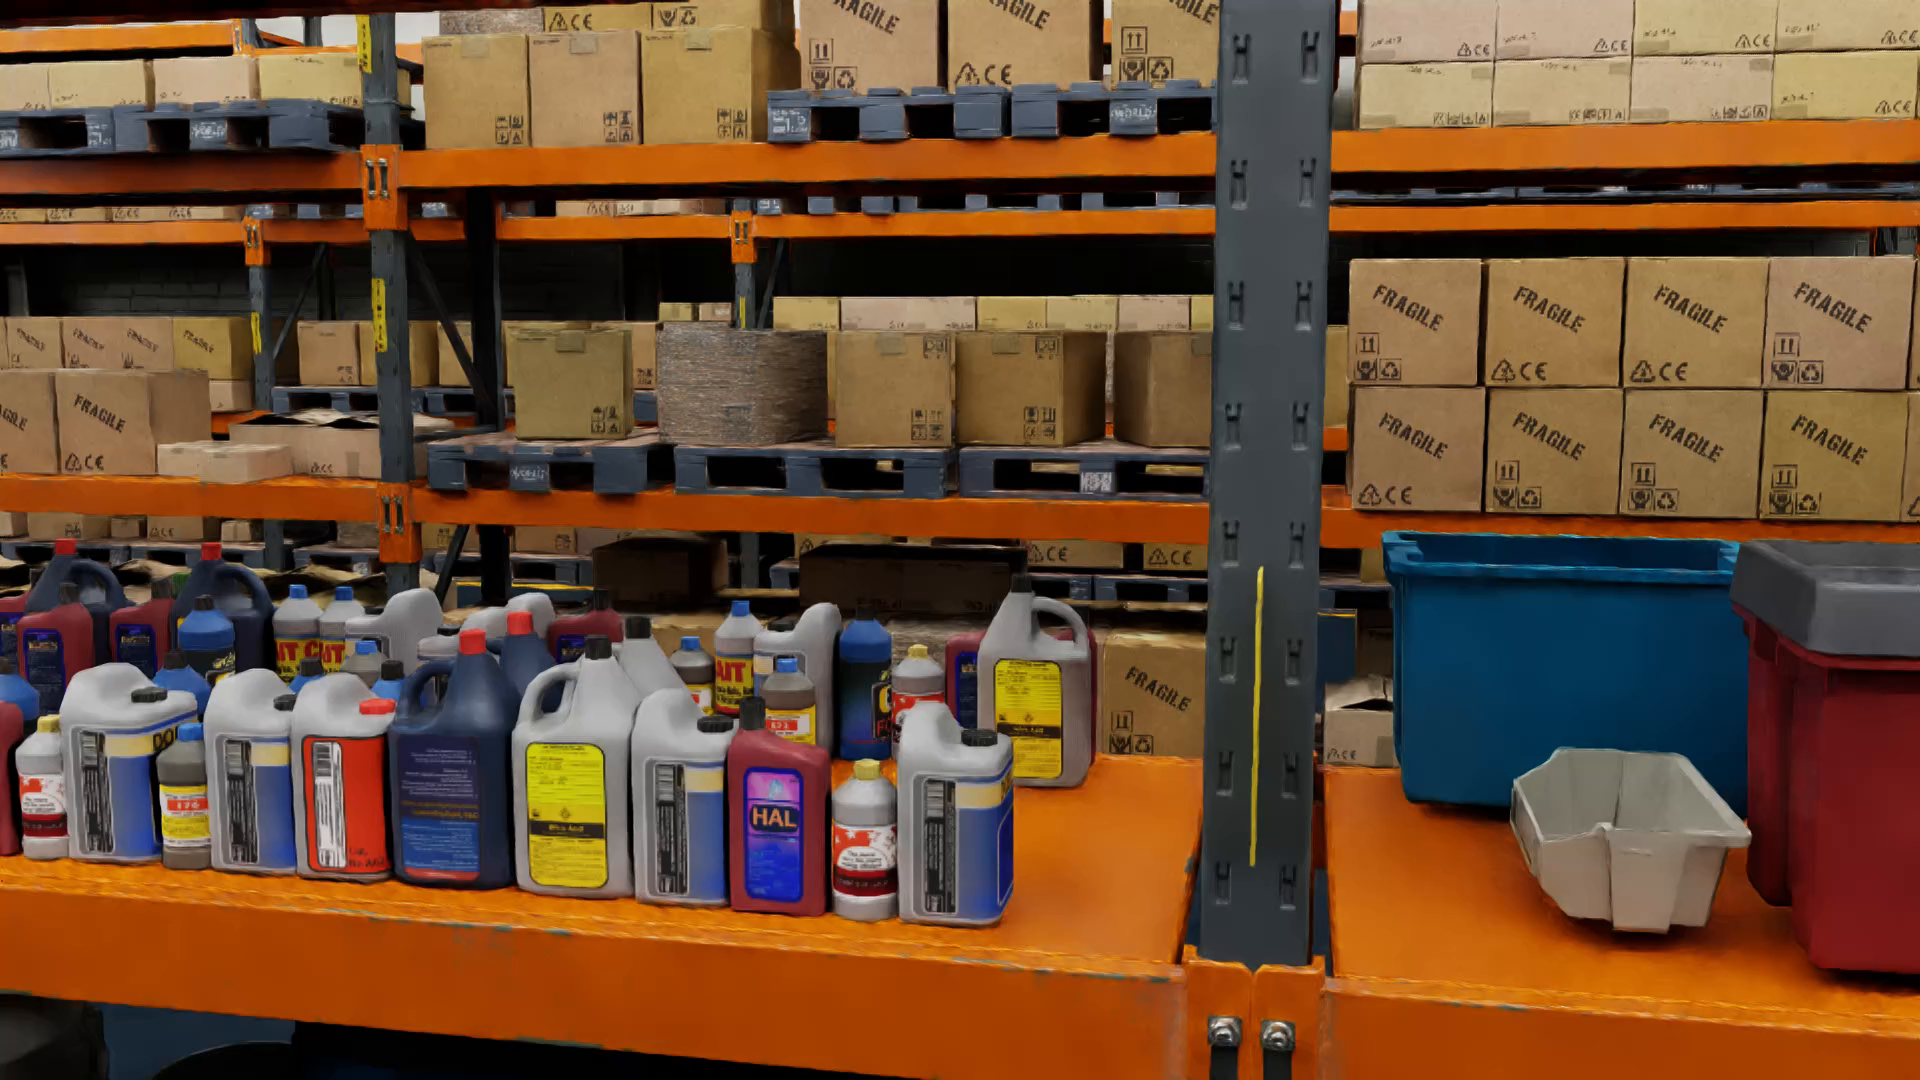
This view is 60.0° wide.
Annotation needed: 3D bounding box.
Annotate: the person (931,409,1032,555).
[{"bbox_3d":[0.121,-0.087,9.290,0.683,1.777,0.636,5,10,35],"label":"person"}]
